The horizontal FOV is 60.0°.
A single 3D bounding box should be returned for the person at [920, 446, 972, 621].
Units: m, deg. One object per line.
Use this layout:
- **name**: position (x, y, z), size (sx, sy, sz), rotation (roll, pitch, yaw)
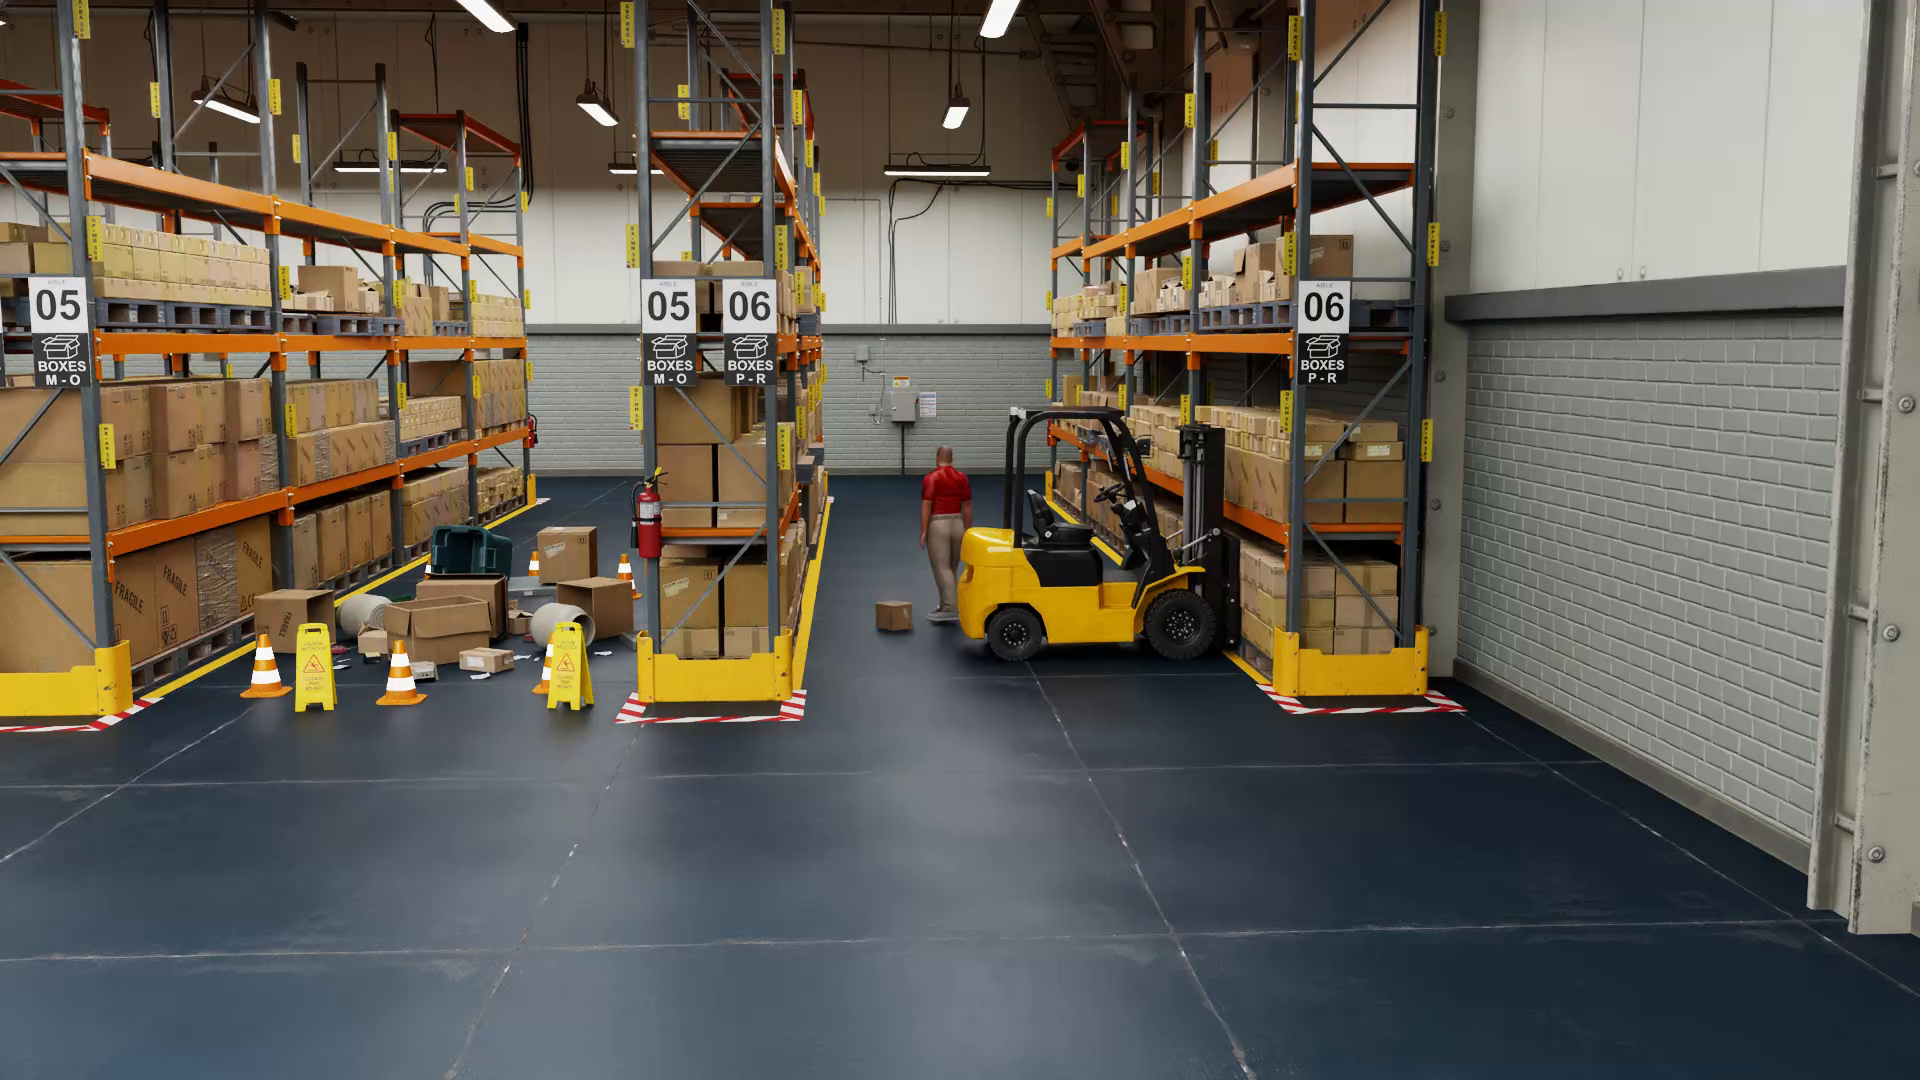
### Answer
- **person**: position (-0.153, -0.073, 16.410), size (0.604, 1.715, 0.633), rotation (-6, 9, -39)
